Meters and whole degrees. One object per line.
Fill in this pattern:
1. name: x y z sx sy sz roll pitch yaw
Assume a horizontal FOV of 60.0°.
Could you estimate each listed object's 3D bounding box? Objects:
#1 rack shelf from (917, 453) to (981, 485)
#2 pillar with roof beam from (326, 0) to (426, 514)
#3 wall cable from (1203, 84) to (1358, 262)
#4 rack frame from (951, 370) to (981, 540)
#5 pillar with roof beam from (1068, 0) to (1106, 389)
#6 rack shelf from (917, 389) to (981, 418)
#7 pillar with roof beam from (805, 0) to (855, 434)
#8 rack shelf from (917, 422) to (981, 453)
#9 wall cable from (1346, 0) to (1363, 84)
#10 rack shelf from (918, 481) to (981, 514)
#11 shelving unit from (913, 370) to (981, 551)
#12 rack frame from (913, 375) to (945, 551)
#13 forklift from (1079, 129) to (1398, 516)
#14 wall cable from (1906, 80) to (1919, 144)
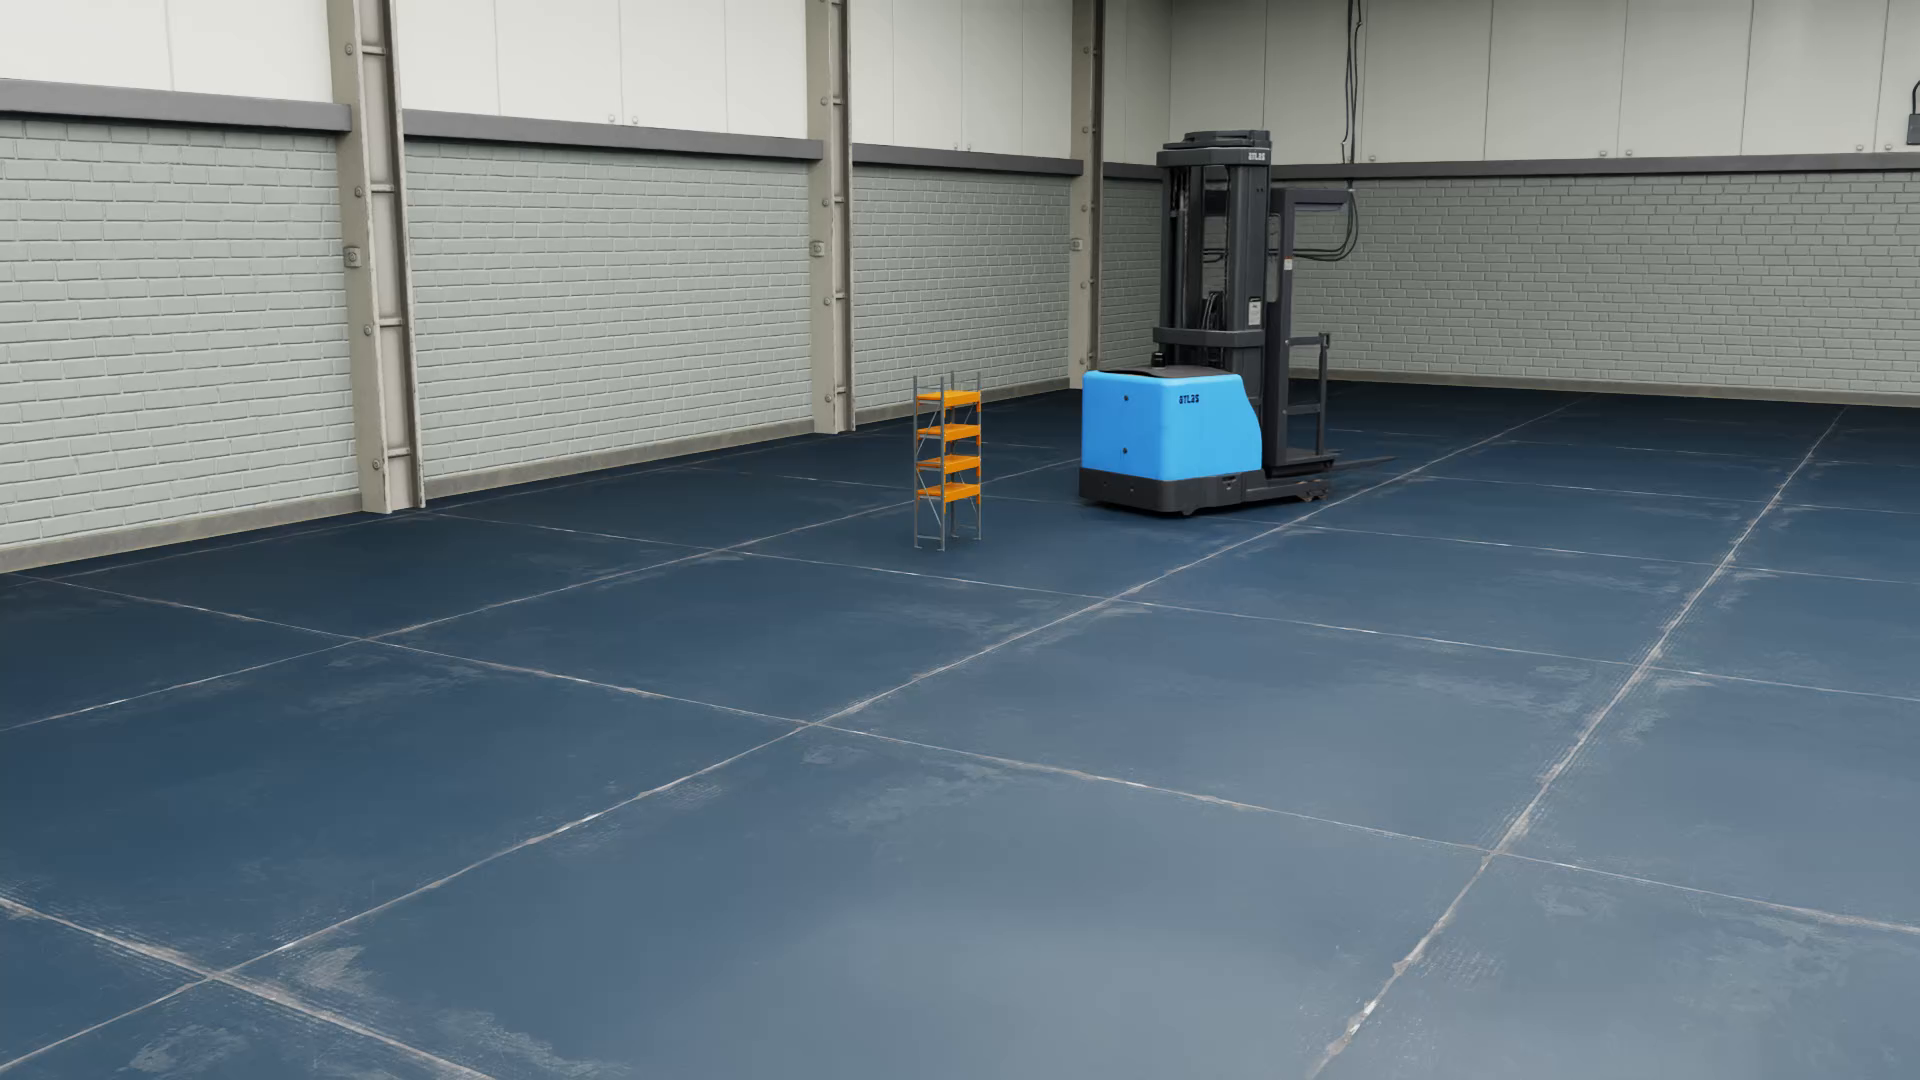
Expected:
1. rack shelf: -0.086 -0.498 11.632 0.258 0.148 0.480 6 12 31
2. pillar with roof beam: -0.819 -4.261 10.176 9.100 9.000 0.400 6 12 31
3. wall cable: 4.391 -5.371 24.539 3.097 2.526 0.112 6 12 31
4. rack frame: 0.041 -0.602 11.824 0.240 1.200 0.015 6 12 31
5. pillar with roof beam: 5.411 -6.149 20.257 9.100 9.000 0.400 6 12 31
6. rack shelf: -0.086 -0.950 11.547 0.258 0.148 0.480 6 12 31
7. pillar with roof beam: 2.296 -5.205 15.216 9.100 9.000 0.400 6 12 31
8. rack shelf: -0.086 -0.717 11.590 0.258 0.148 0.480 6 12 31
9. wall cable: 6.703 -7.595 22.694 3.097 2.526 0.112 6 12 31
10. rack shelf: -0.086 -0.302 11.668 0.258 0.148 0.480 6 12 31
11. shelving unit: -0.086 -0.564 11.619 0.258 1.200 0.503 6 12 31
12. rack frame: -0.213 -0.525 11.414 0.240 1.200 0.015 6 12 31
13. forklift: 2.430 -1.821 13.628 3.031 2.935 1.130 -8 13 -37
14. wall cable: 12.497 -7.659 19.083 2.305 6.003 0.169 6 12 31
